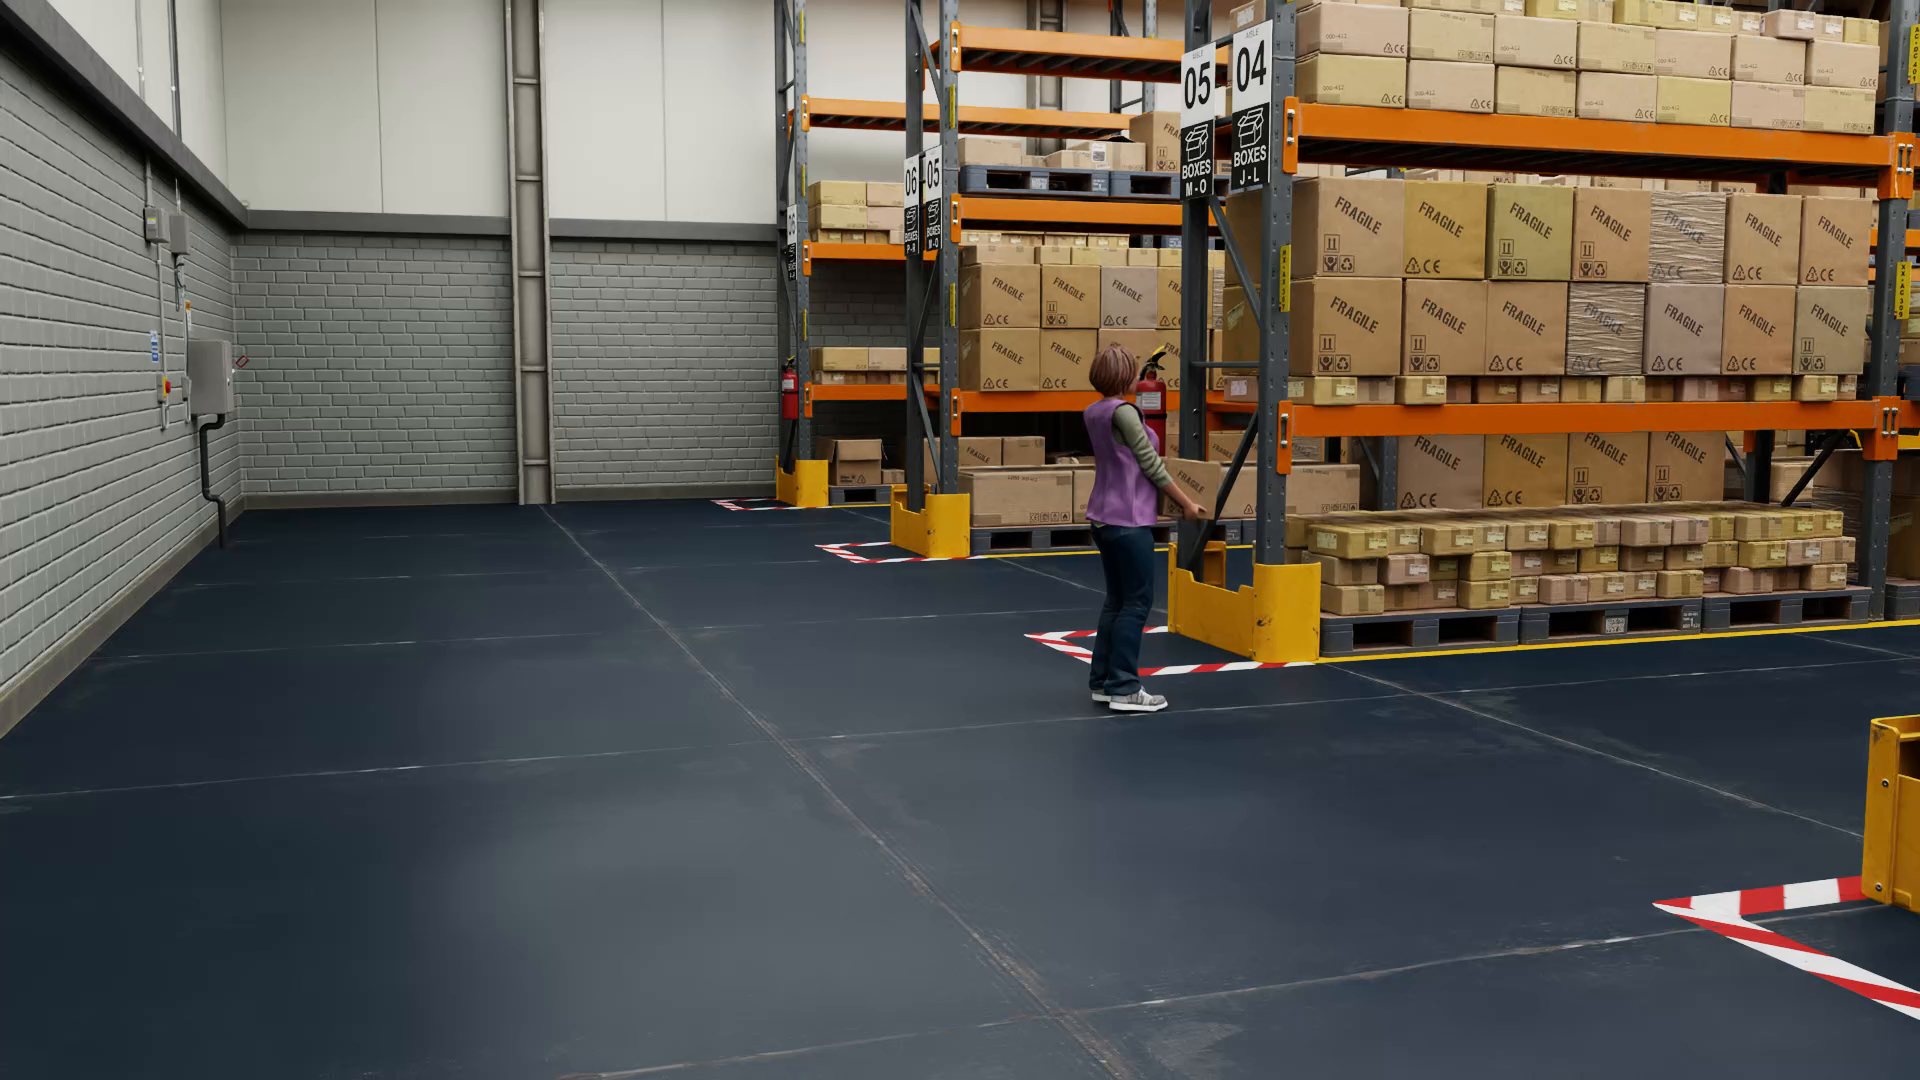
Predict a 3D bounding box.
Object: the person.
[{"bbox_3d":[0.717,-0.056,7.313,0.347,1.592,0.483,-2,6,-22],"label":"person"}]
